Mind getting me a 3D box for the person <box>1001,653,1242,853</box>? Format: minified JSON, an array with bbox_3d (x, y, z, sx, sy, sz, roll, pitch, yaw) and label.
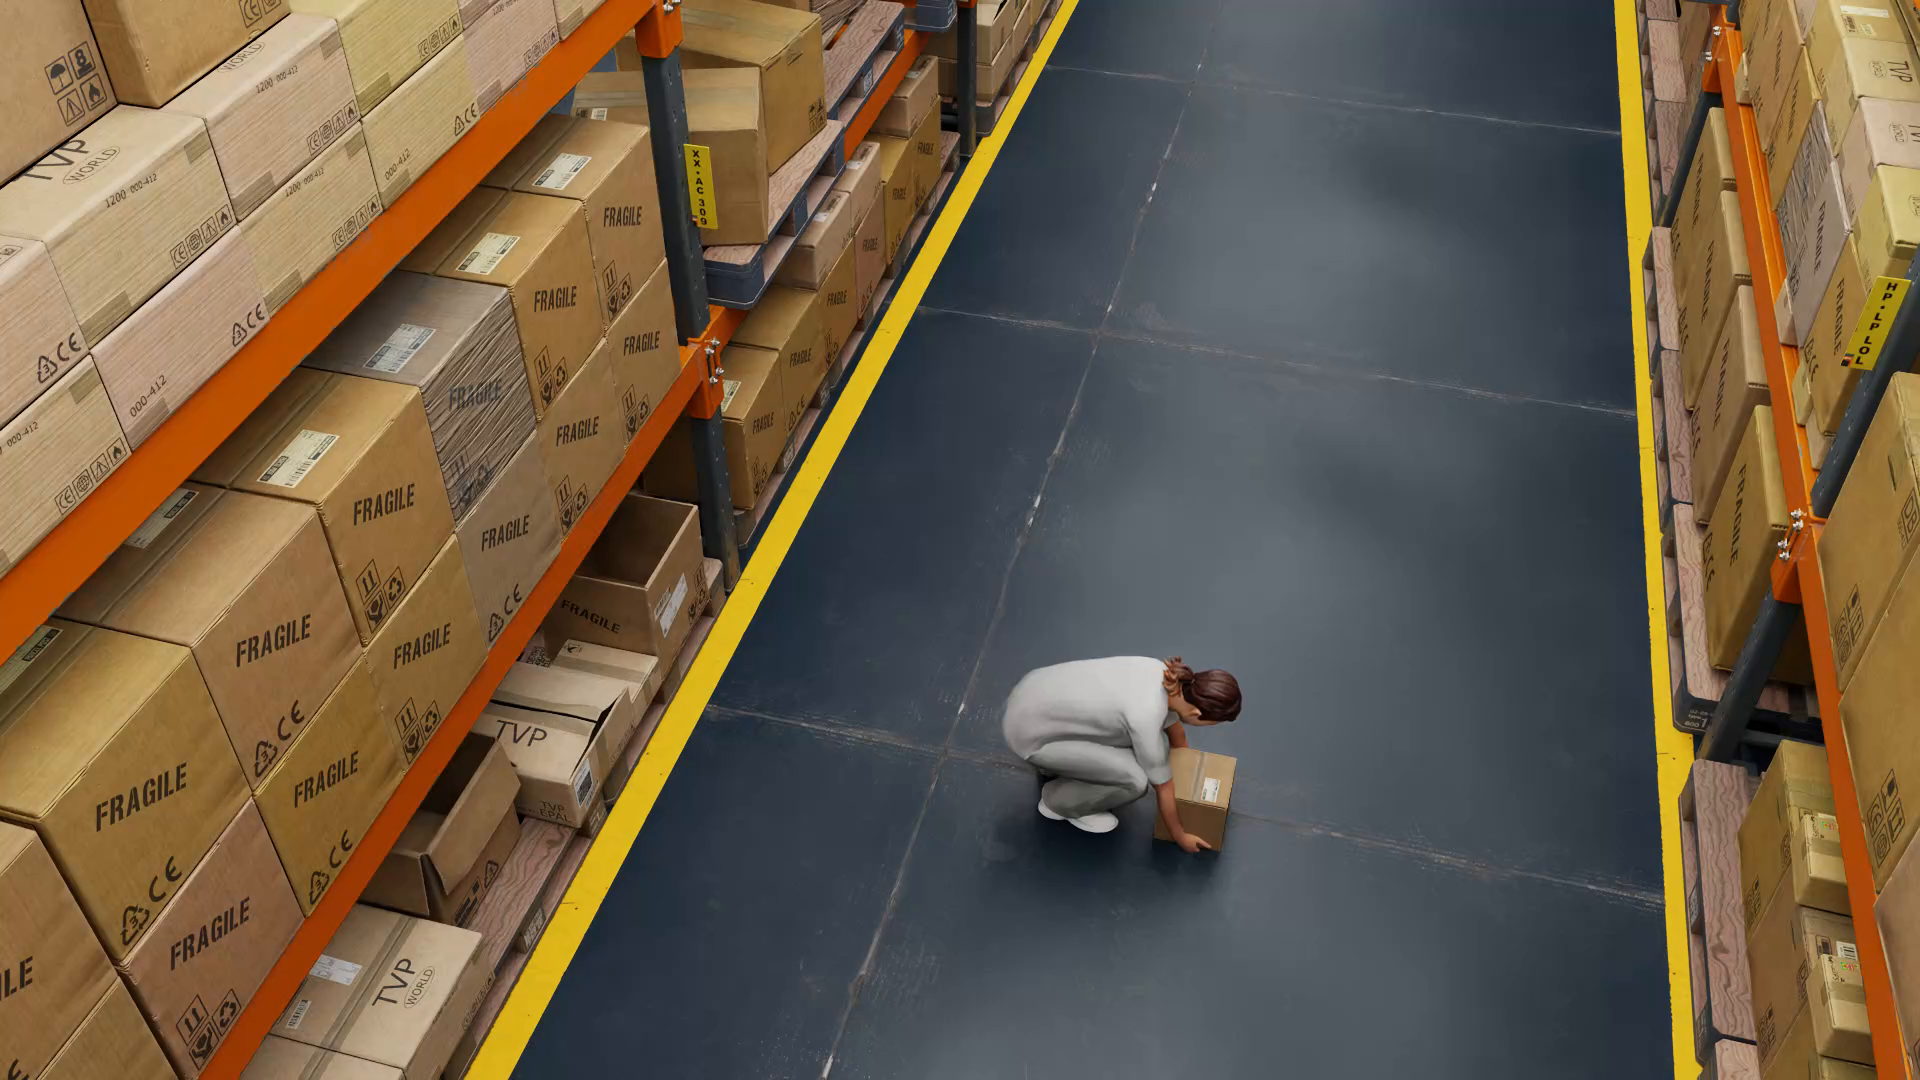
[{"bbox_3d":[0.575,0.736,6.079,0.842,0.793,0.460,9,42,11],"label":"person"}]
